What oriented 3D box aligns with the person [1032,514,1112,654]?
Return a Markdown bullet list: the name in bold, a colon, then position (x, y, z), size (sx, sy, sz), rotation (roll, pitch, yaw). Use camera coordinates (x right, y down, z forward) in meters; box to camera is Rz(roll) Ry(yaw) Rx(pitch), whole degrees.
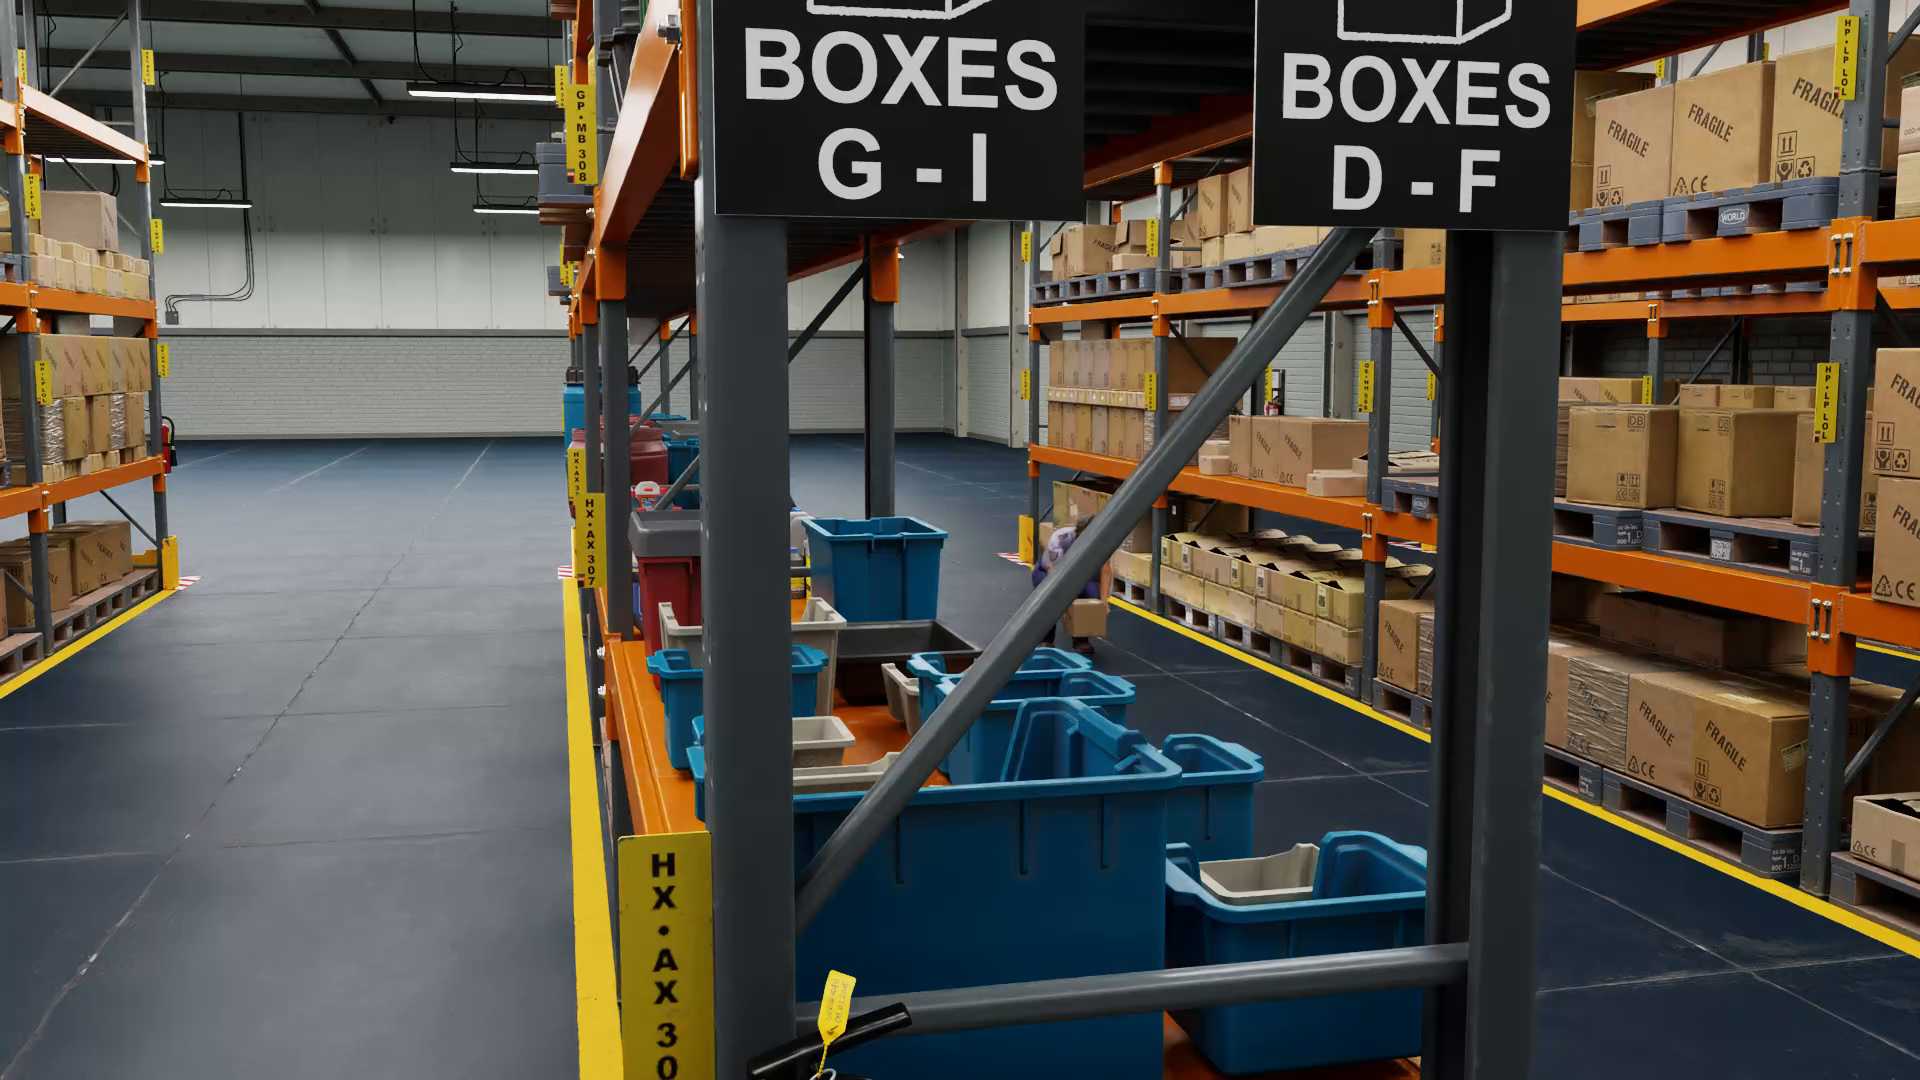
- **person**: position (0.860, 0.326, 12.829), size (0.538, 1.099, 0.768), rotation (-2, 6, -14)
